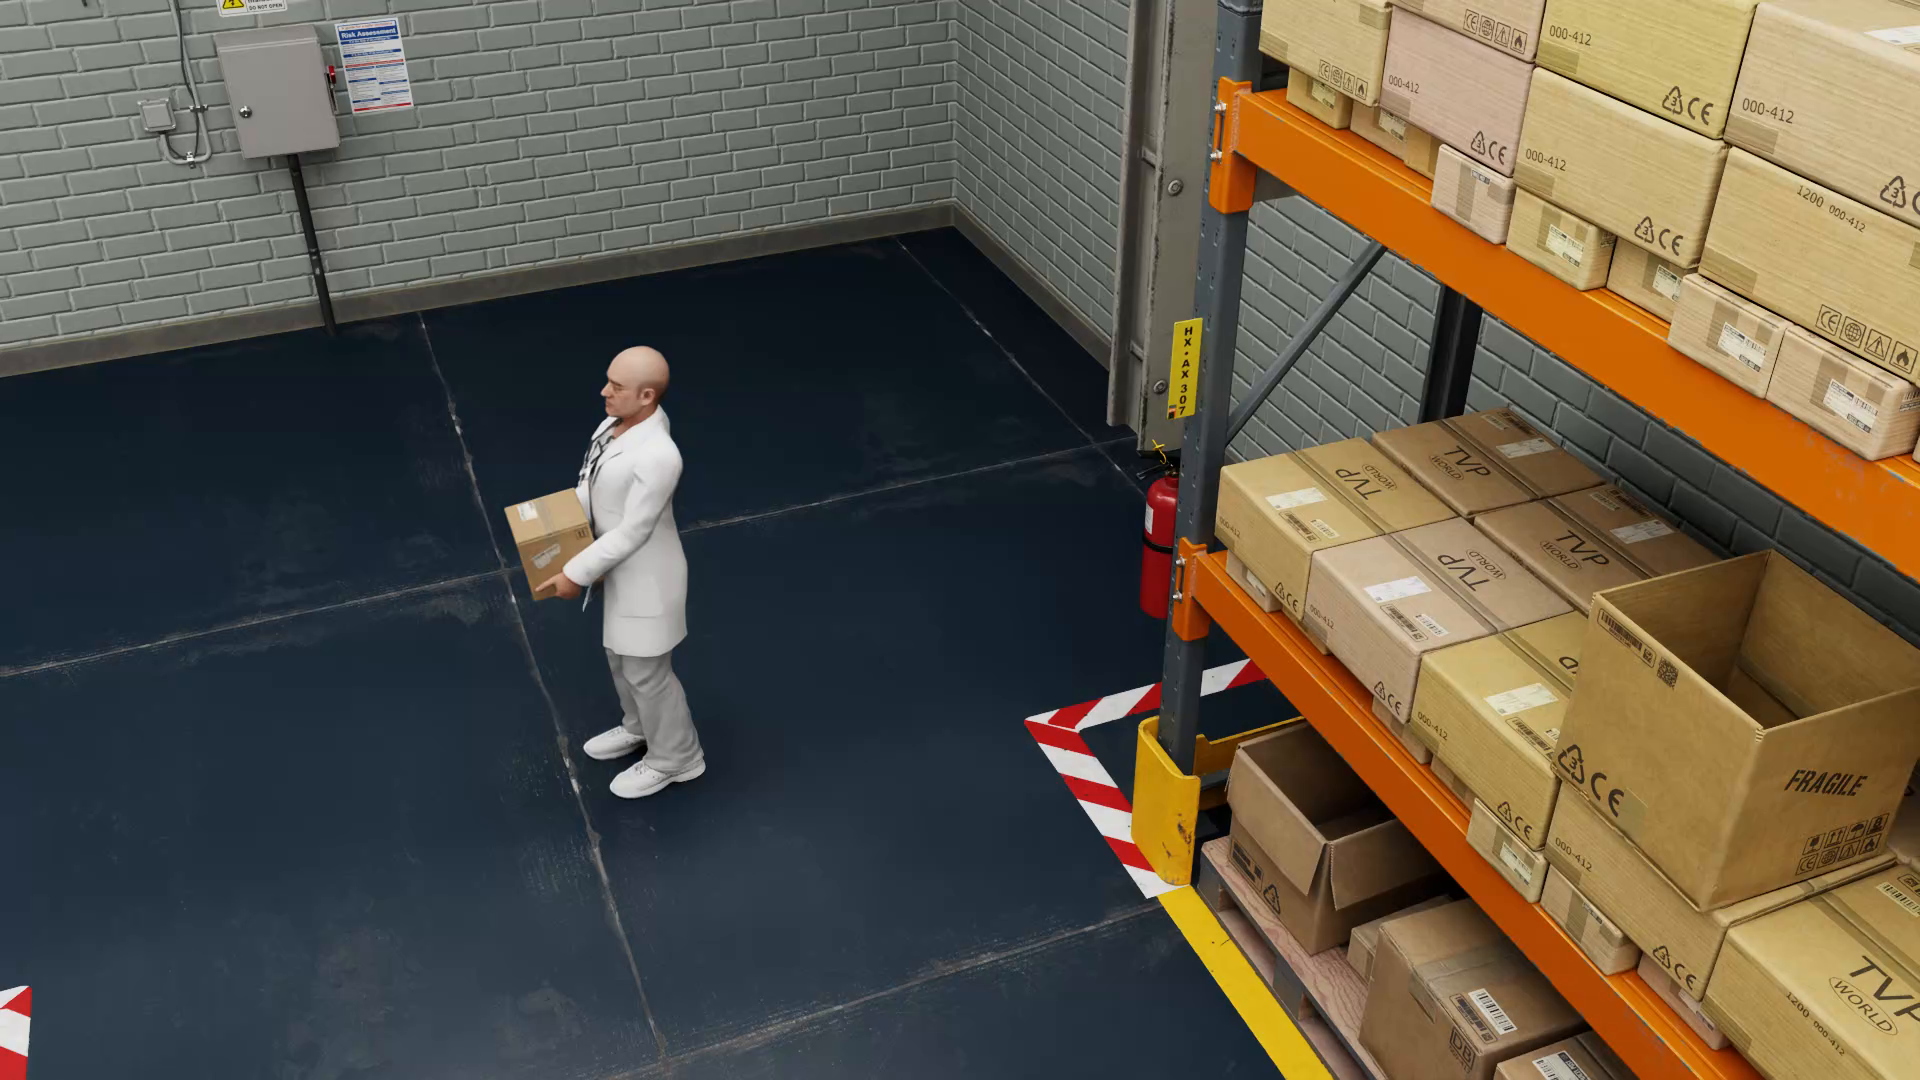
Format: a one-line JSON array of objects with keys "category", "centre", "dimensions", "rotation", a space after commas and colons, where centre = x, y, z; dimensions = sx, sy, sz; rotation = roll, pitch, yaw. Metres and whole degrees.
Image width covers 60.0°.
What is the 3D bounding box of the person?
[{"category": "person", "centre": [-1.245, 0.134, 5.953], "dimensions": [0.563, 1.769, 0.514], "rotation": [-13, 35, -19]}]
